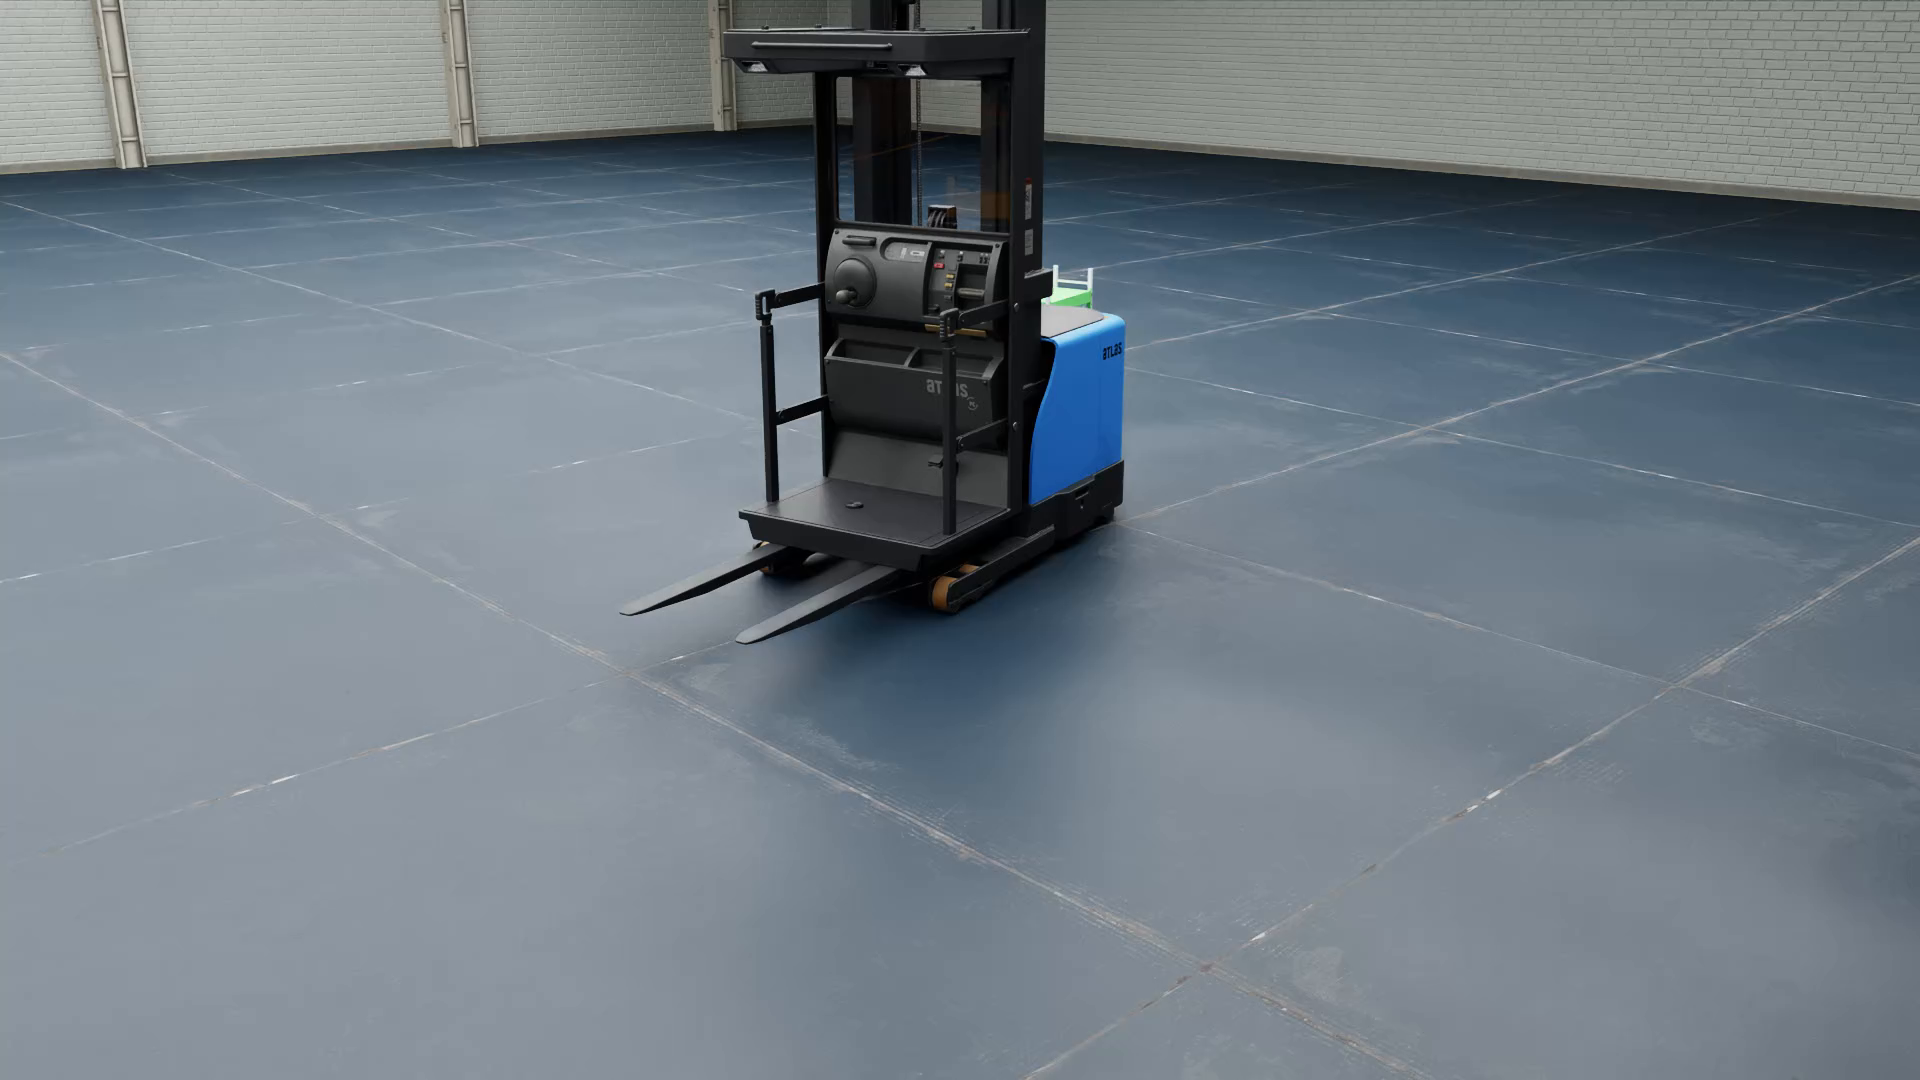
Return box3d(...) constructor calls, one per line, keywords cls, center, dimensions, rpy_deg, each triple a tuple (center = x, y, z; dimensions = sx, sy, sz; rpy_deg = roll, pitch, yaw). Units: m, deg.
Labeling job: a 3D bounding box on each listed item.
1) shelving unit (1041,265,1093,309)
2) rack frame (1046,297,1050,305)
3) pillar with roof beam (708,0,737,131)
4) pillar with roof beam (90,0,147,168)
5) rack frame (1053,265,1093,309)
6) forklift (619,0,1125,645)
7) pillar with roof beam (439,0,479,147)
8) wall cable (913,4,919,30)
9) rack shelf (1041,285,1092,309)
box3d(cls="shelving unit", center=(0.505, -0.892, 9.292), dimensions=(0.258, 1.200, 0.503), rpy_deg=(11, 21, 30))
box3d(cls="rack frame", center=(0.377, -0.828, 9.094), dimensions=(0.240, 1.200, 0.015), rpy_deg=(11, 21, 30))
box3d(cls="pillar with roof beam", center=(-2.033, -12.032, 31.005), dimensions=(0.400, 9.000, 9.100), rpy_deg=(-16, 24, -41))
box3d(cls="pillar with roof beam", center=(-10.752, -9.489, 23.162), dimensions=(0.400, 9.000, 9.100), rpy_deg=(-16, 24, -41))
box3d(cls="rack frame", center=(0.633, -0.957, 9.489), dimensions=(0.240, 1.200, 0.015), rpy_deg=(11, 21, 30))
box3d(cls="forklift", center=(-0.330, -1.228, 7.521), dimensions=(1.130, 2.935, 3.031), rpy_deg=(11, 21, 30))
box3d(cls="pillar with roof beam", center=(-6.393, -10.761, 27.083), dimensions=(0.400, 9.000, 9.100), rpy_deg=(-16, 24, -41))
box3d(cls="wall cable", center=(-1.942, -11.848, 35.471), dimensions=(0.112, 2.526, 3.097), rpy_deg=(-16, 24, -41))
box3d(cls="rack shelf", center=(0.505, -1.288, 9.163), dimensions=(0.258, 0.148, 0.480), rpy_deg=(11, 21, 30))
